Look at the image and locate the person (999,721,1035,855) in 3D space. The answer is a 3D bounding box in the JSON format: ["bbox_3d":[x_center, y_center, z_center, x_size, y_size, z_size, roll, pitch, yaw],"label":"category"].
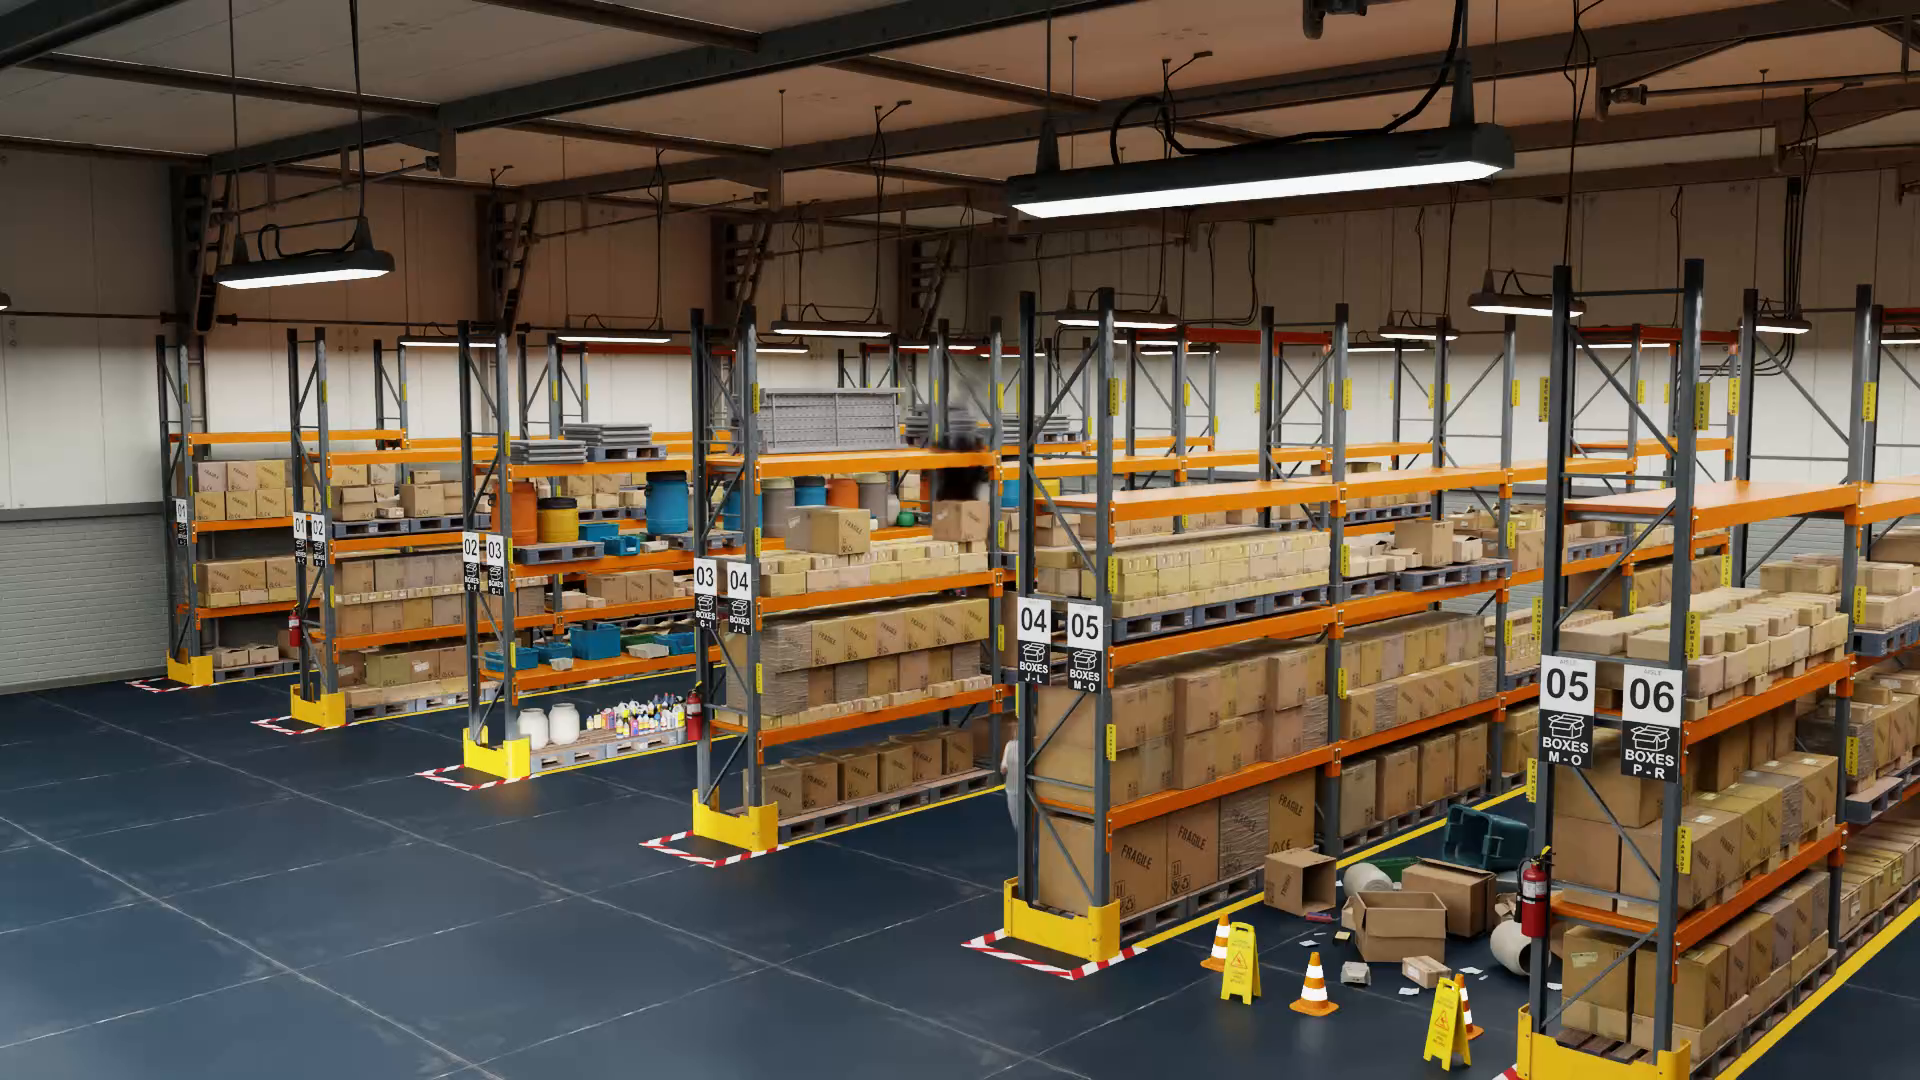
[{"bbox_3d":[0.649,2.712,17.664,0.514,1.618,0.640,3,6,31],"label":"person"}]

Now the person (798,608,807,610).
[{"bbox_3d":[-2.802,1.645,28.441,0.606,1.657,0.873,4,7,36],"label":"person"}]
